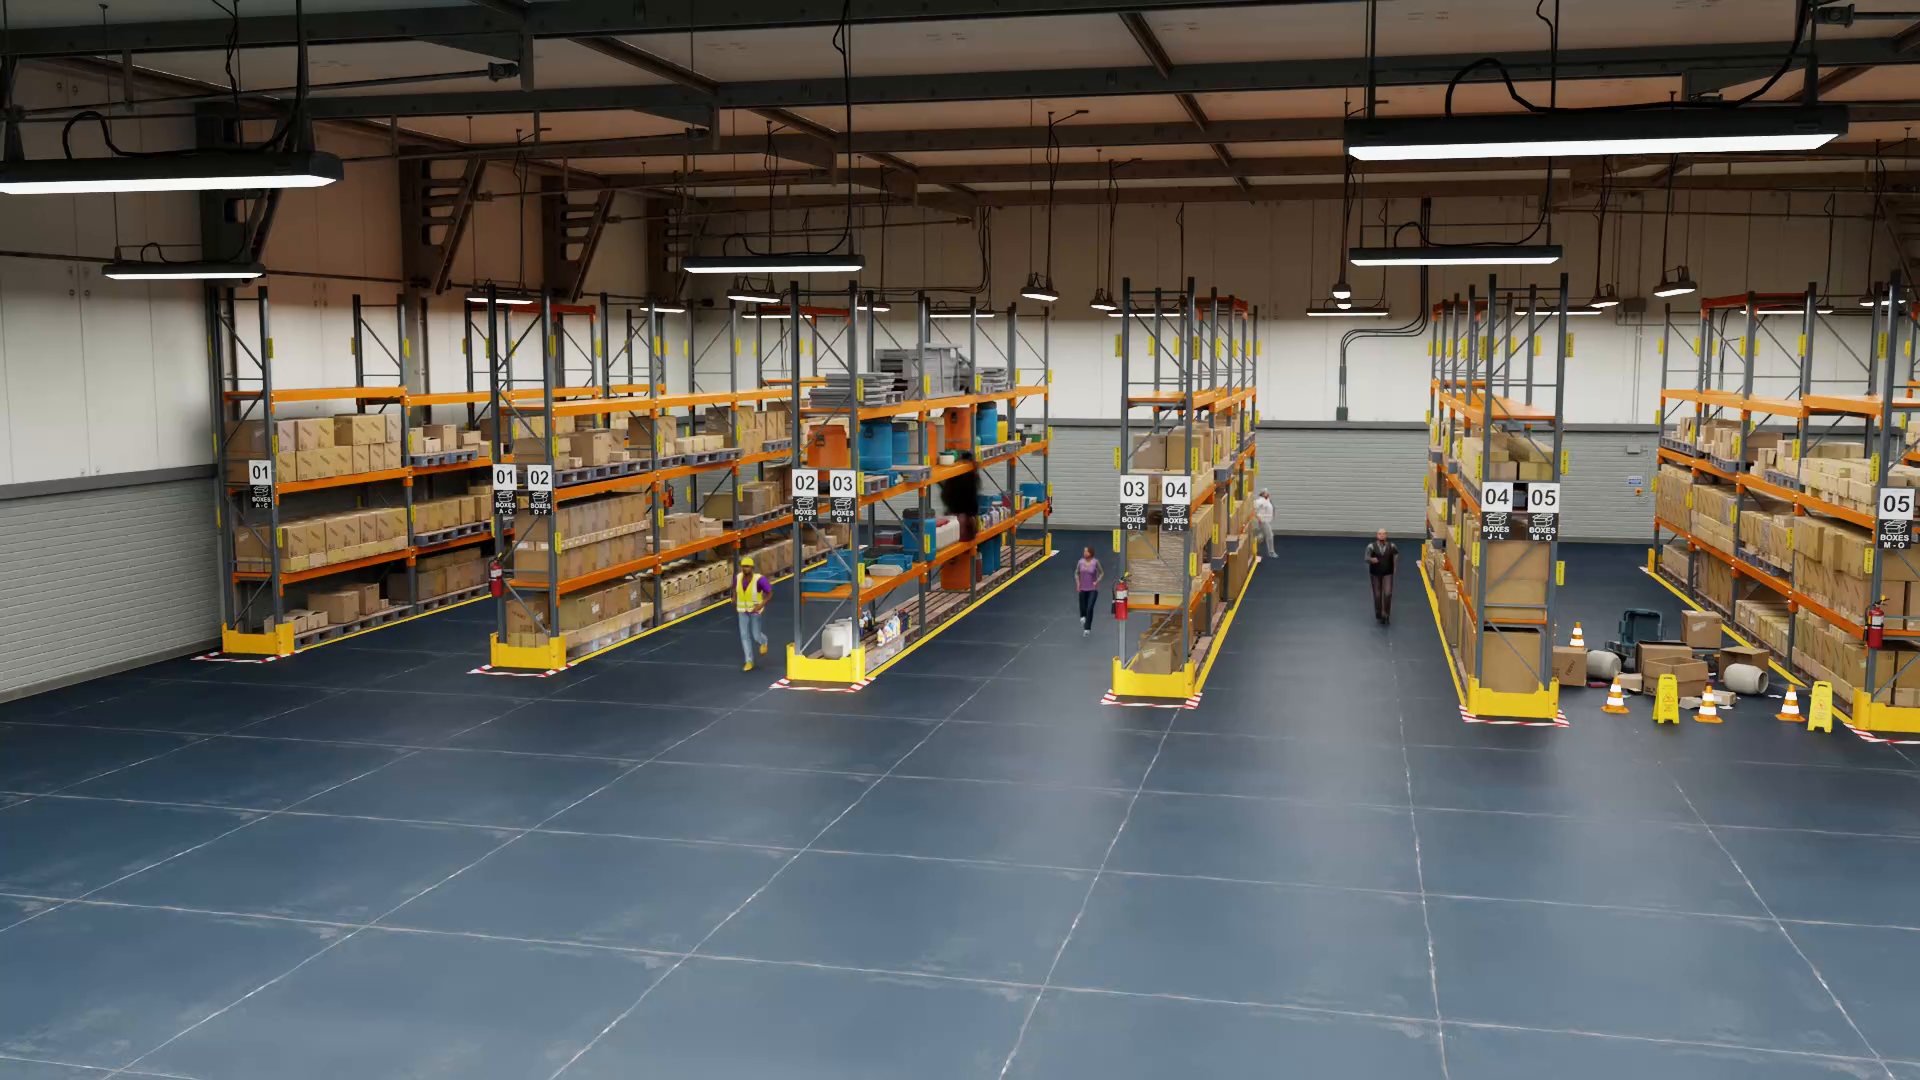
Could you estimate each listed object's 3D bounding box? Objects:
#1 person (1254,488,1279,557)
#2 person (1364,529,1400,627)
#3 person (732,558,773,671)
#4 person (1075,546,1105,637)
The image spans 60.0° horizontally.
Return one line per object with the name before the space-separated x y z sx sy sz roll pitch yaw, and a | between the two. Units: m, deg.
person | 7.337 -0.424 40.275 0.834 1.691 0.658 4 8 33
person | 7.686 0.678 30.329 0.638 1.784 0.777 2 7 15
person | -3.289 1.134 26.268 0.723 1.748 0.913 2 7 16
person | 2.249 0.877 28.906 0.533 1.573 0.591 2 7 14
